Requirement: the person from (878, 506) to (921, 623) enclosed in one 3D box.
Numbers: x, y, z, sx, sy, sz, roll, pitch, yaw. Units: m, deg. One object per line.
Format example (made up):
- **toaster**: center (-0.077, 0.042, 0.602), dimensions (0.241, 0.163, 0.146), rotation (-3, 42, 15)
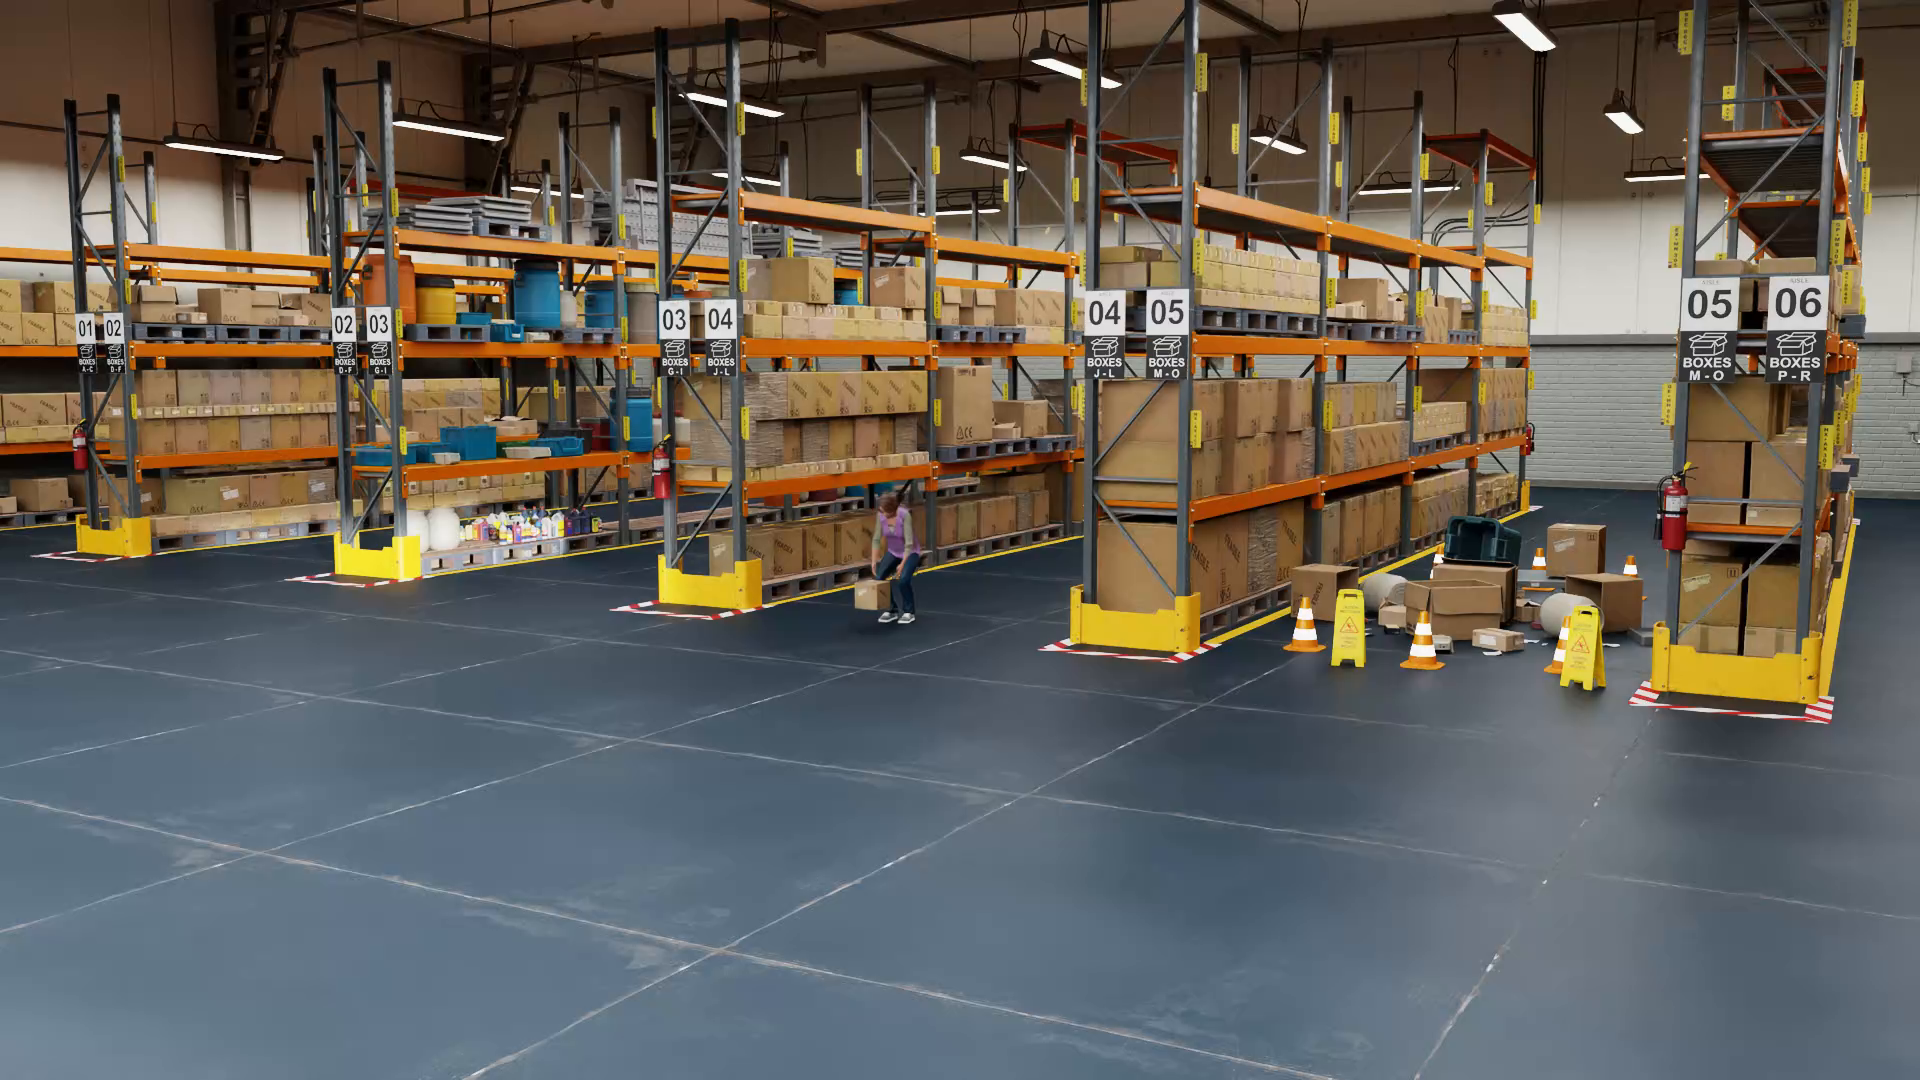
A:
- **person**: center (-0.585, 0.229, 16.468), dimensions (0.379, 1.170, 0.479), rotation (3, 7, 29)
